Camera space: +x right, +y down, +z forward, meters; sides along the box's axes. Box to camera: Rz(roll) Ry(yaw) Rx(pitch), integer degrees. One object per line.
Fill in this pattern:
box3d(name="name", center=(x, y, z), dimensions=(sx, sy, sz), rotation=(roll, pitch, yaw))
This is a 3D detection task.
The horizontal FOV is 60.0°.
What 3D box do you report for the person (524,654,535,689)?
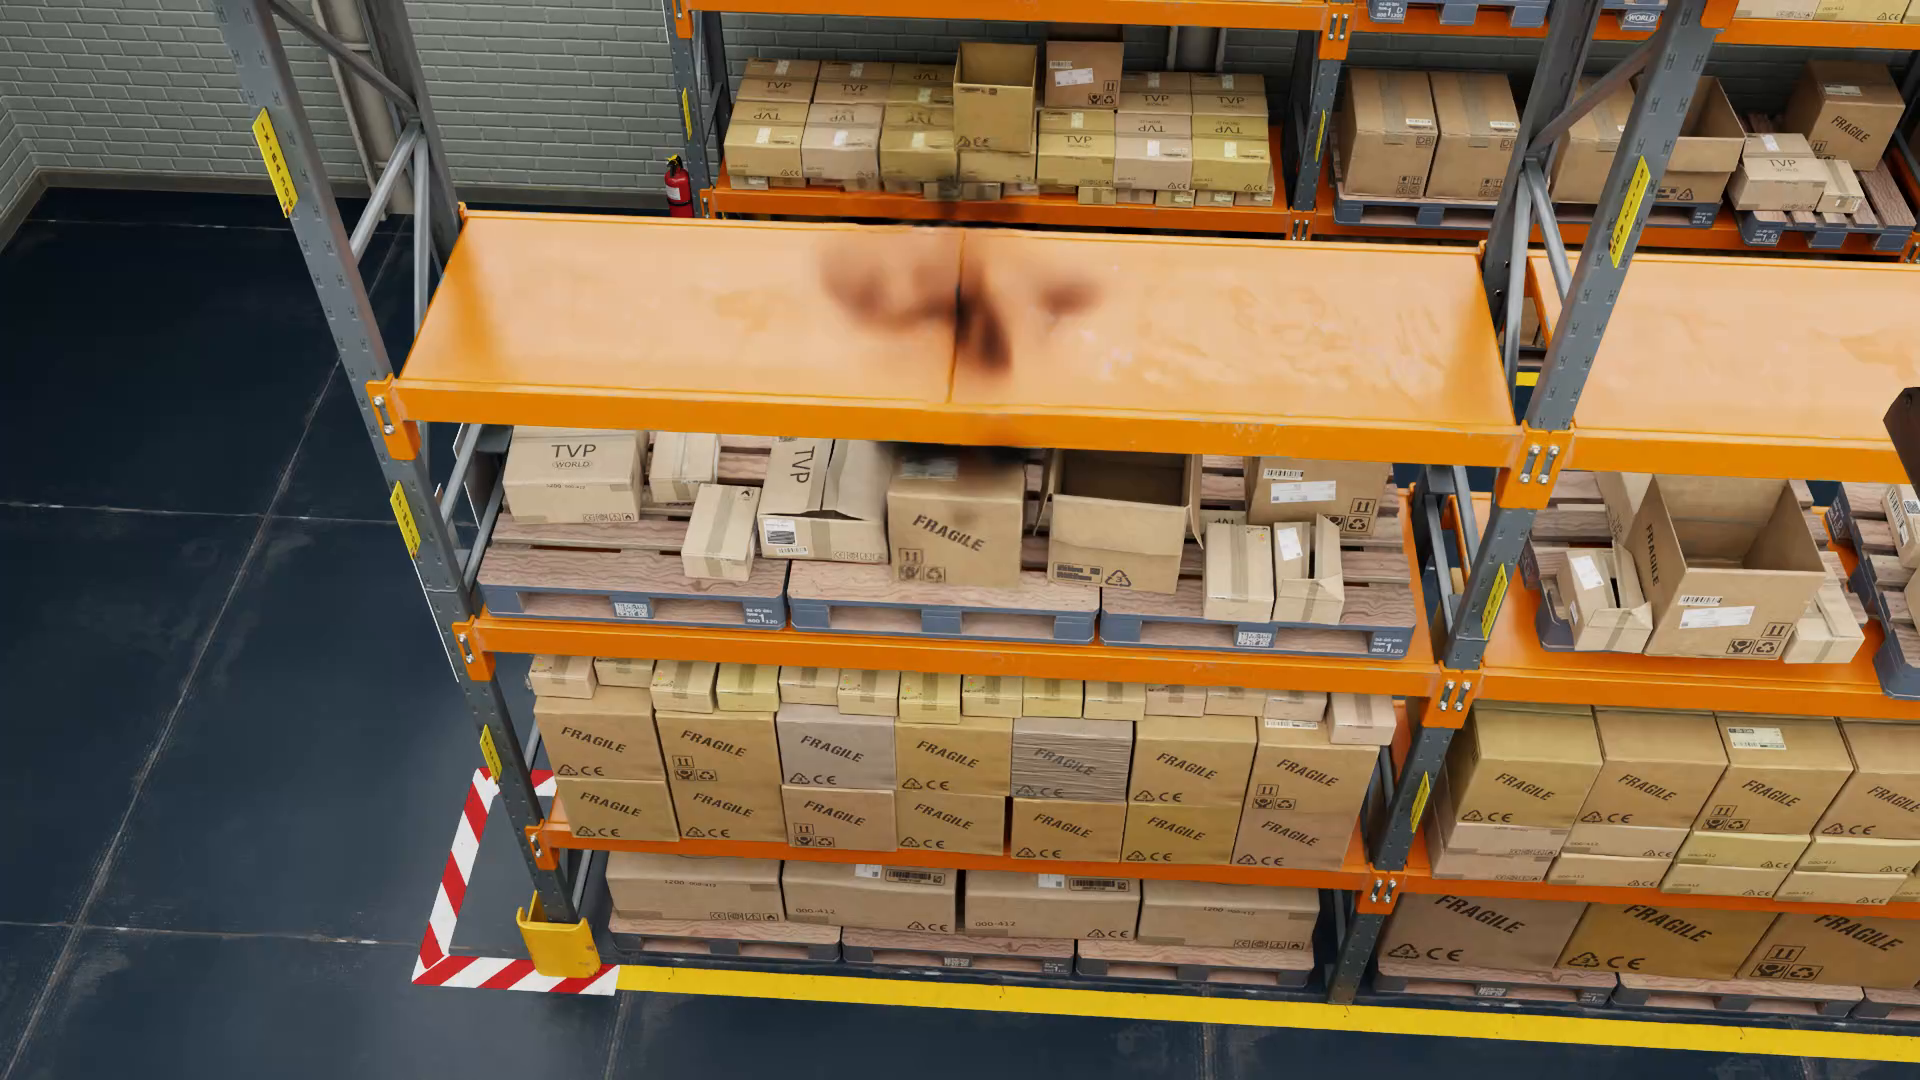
box3d(name="person", center=(-2.149, 0.262, 9.247), dimensions=(0.825, 1.537, 0.580), rotation=(-18, 50, -16))
